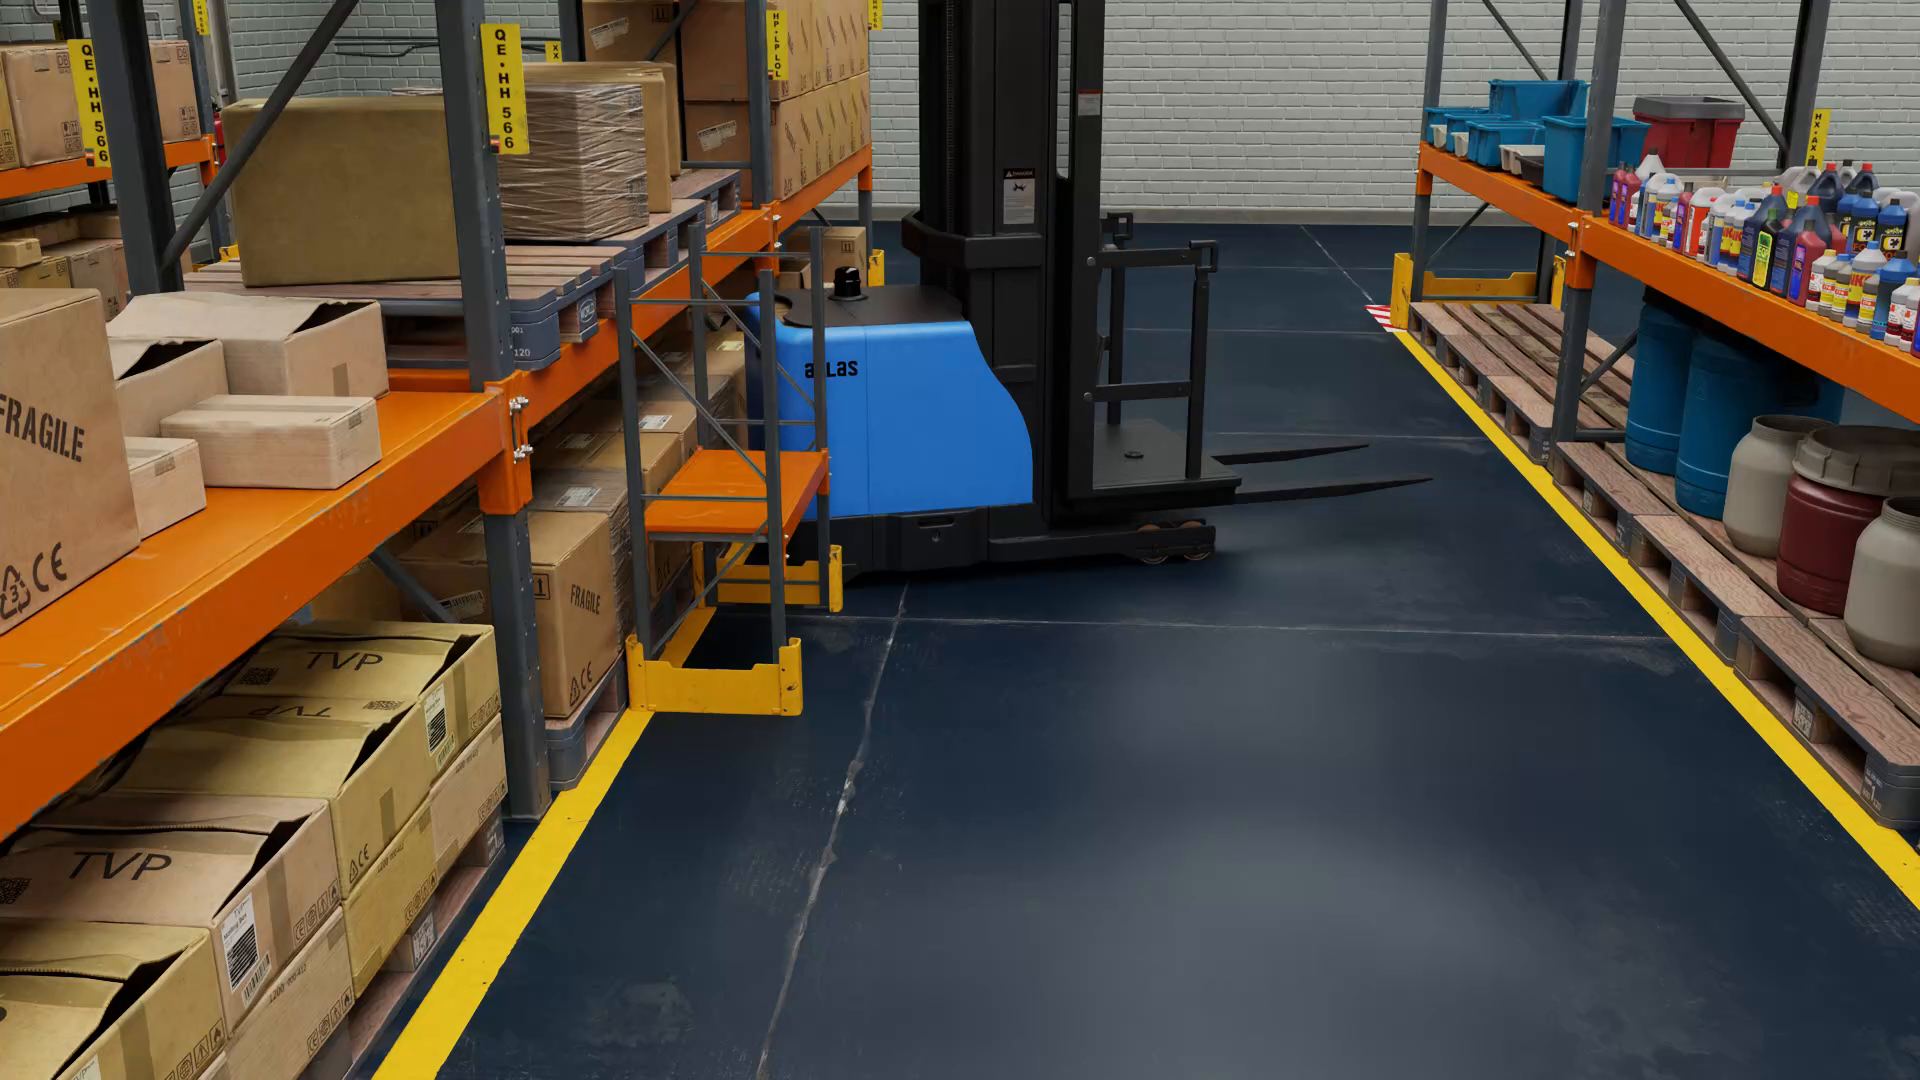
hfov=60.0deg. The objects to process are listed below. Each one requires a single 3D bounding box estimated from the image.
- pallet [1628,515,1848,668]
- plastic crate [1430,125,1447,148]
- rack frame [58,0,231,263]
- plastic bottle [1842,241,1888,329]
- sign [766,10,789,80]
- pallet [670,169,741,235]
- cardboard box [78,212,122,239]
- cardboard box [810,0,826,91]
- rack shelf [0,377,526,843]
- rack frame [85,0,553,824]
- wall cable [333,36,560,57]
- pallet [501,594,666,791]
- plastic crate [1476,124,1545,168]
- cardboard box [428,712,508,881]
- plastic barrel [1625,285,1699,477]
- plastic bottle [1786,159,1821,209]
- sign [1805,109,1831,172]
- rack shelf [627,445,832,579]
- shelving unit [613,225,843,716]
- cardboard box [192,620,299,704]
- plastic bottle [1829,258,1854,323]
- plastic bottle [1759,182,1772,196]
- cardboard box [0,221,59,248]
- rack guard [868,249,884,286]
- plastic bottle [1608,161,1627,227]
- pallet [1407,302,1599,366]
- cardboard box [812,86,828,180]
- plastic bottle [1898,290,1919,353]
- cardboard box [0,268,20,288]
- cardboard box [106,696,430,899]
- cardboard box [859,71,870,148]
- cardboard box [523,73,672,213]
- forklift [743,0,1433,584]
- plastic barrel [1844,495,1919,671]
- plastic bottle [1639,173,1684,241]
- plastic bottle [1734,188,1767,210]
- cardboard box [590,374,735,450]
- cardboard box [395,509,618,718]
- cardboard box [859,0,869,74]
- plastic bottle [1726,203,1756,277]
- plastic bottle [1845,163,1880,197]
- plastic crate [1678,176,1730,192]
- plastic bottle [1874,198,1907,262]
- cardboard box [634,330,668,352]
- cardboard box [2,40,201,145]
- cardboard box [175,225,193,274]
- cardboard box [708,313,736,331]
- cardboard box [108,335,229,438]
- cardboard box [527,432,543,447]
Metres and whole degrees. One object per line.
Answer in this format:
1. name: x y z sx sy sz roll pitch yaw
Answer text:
1. pallet: 3.317 0.189 6.506 1.003 0.211 1.213 1 18 4
2. plastic crate: 3.334 -2.733 11.273 0.250 0.136 0.298 1 18 4
3. rack frame: -6.096 -3.218 12.426 1.000 3.000 0.127 1 18 4
4. plastic bottle: 2.886 -0.814 5.297 0.097 0.271 0.097 0 18 0
5. sign: -0.888 -2.405 8.086 0.100 0.325 0.005 1 18 4
6. pallet: -1.608 -1.529 7.580 1.003 0.211 1.213 1 18 4
7. cardboard box: -5.891 -2.195 11.602 0.380 0.149 0.250 2 18 5
8. cardboard box: -1.053 -2.849 9.533 0.500 0.500 0.500 1 18 2
9. rack shelf: -1.872 0.339 2.725 1.077 0.370 4.000 1 18 4
10. rack frame: -1.728 -0.624 4.509 1.000 3.000 0.127 1 18 4
11. wall cable: -5.334 -6.342 17.312 3.097 2.526 0.112 1 18 4
12. pallet: -1.637 0.470 5.648 1.003 0.211 1.213 1 18 4
13. plastic crate: 3.324 -2.374 10.024 0.416 0.233 0.300 1 18 4
14. cardboard box: -1.523 0.652 4.357 0.500 0.250 0.500 2 18 5
15. plastic barrel: 3.443 -0.788 7.706 0.600 0.901 0.708 1 18 4
16. plastic bottle: 3.616 -1.441 7.083 0.144 0.351 0.185 1 18 4
17. sign: 4.047 -1.873 7.877 0.100 0.325 0.005 1 18 4
18. rack shelf: -0.796 -0.119 5.955 0.538 0.185 1.000 1 18 4
19. shelving unit: -0.795 -0.293 5.907 0.587 1.500 1.083 1 18 4
20. cardboard box: -2.059 0.373 4.308 0.500 0.311 0.500 2 18 6
21. plastic bottle: 2.893 -0.811 5.400 0.097 0.201 0.097 0 18 0
22. plastic bottle: 3.667 -1.527 7.586 0.097 0.201 0.097 0 18 0
23. cardboard box: -6.308 -2.047 11.152 0.380 0.149 0.250 2 18 5
24. rack guard: -1.160 -1.897 12.409 1.175 0.500 0.348 1 18 4
25. plastic bottle: 3.047 -1.594 7.659 0.061 0.283 0.133 1 18 4
26. pallet: 3.688 -1.416 11.406 1.003 0.211 1.213 1 18 4
27. cardboard box: -1.062 -2.380 9.709 0.500 0.500 0.500 1 18 4
28. plastic bottle: 2.859 -0.660 4.938 0.097 0.201 0.097 0 18 0
29. cardboard box: -6.188 -1.373 10.136 0.700 0.500 0.500 1 18 3
30. cardboard box: -1.551 0.547 3.778 0.500 0.311 0.500 1 18 3
31. cardboard box: -0.915 -3.011 11.633 0.500 0.500 0.500 2 18 6
32. cardboard box: -1.507 -1.563 6.541 0.700 0.500 0.500 -3 18 -10
33. forklift: 0.609 -1.443 7.119 3.031 2.935 1.130 -5 19 -14
34. plastic barrel: 3.181 0.141 5.496 0.421 0.512 0.421 0 18 0
35. plastic bottle: 3.059 -1.446 7.219 0.152 0.276 0.135 1 18 4
36. plastic bottle: 3.171 -1.269 6.678 0.152 0.276 0.135 1 18 4
37. cardboard box: -1.271 -0.418 7.191 0.500 0.500 0.500 2 18 5
38. cardboard box: -1.411 0.220 5.242 0.500 0.500 0.500 2 18 6
39. cardboard box: -0.912 -3.487 11.480 0.500 0.500 0.500 1 18 3
40. plastic bottle: 2.960 -1.133 6.269 0.097 0.271 0.097 0 18 0
41. plastic bottle: 3.746 -1.381 6.898 0.144 0.351 0.185 1 18 4
42. plastic crate: 3.675 -1.799 8.423 0.396 0.136 0.243 1 18 4
43. plastic bottle: 3.579 -1.177 6.403 0.097 0.271 0.097 0 18 0
44. cardboard box: -1.719 -0.742 8.179 0.500 0.500 0.500 0 18 1
45. cardboard box: -6.123 -3.202 11.895 0.980 0.700 0.700 2 18 6
46. cardboard box: -6.046 -2.010 12.079 0.700 0.500 0.500 1 18 4
47. cardboard box: -1.630 -1.214 9.921 0.500 0.311 0.500 1 18 4
48. cardboard box: -1.986 -0.308 3.688 0.500 0.311 0.500 1 18 3
49. cardboard box: -1.858 -0.101 6.223 0.500 0.500 0.500 1 18 2
